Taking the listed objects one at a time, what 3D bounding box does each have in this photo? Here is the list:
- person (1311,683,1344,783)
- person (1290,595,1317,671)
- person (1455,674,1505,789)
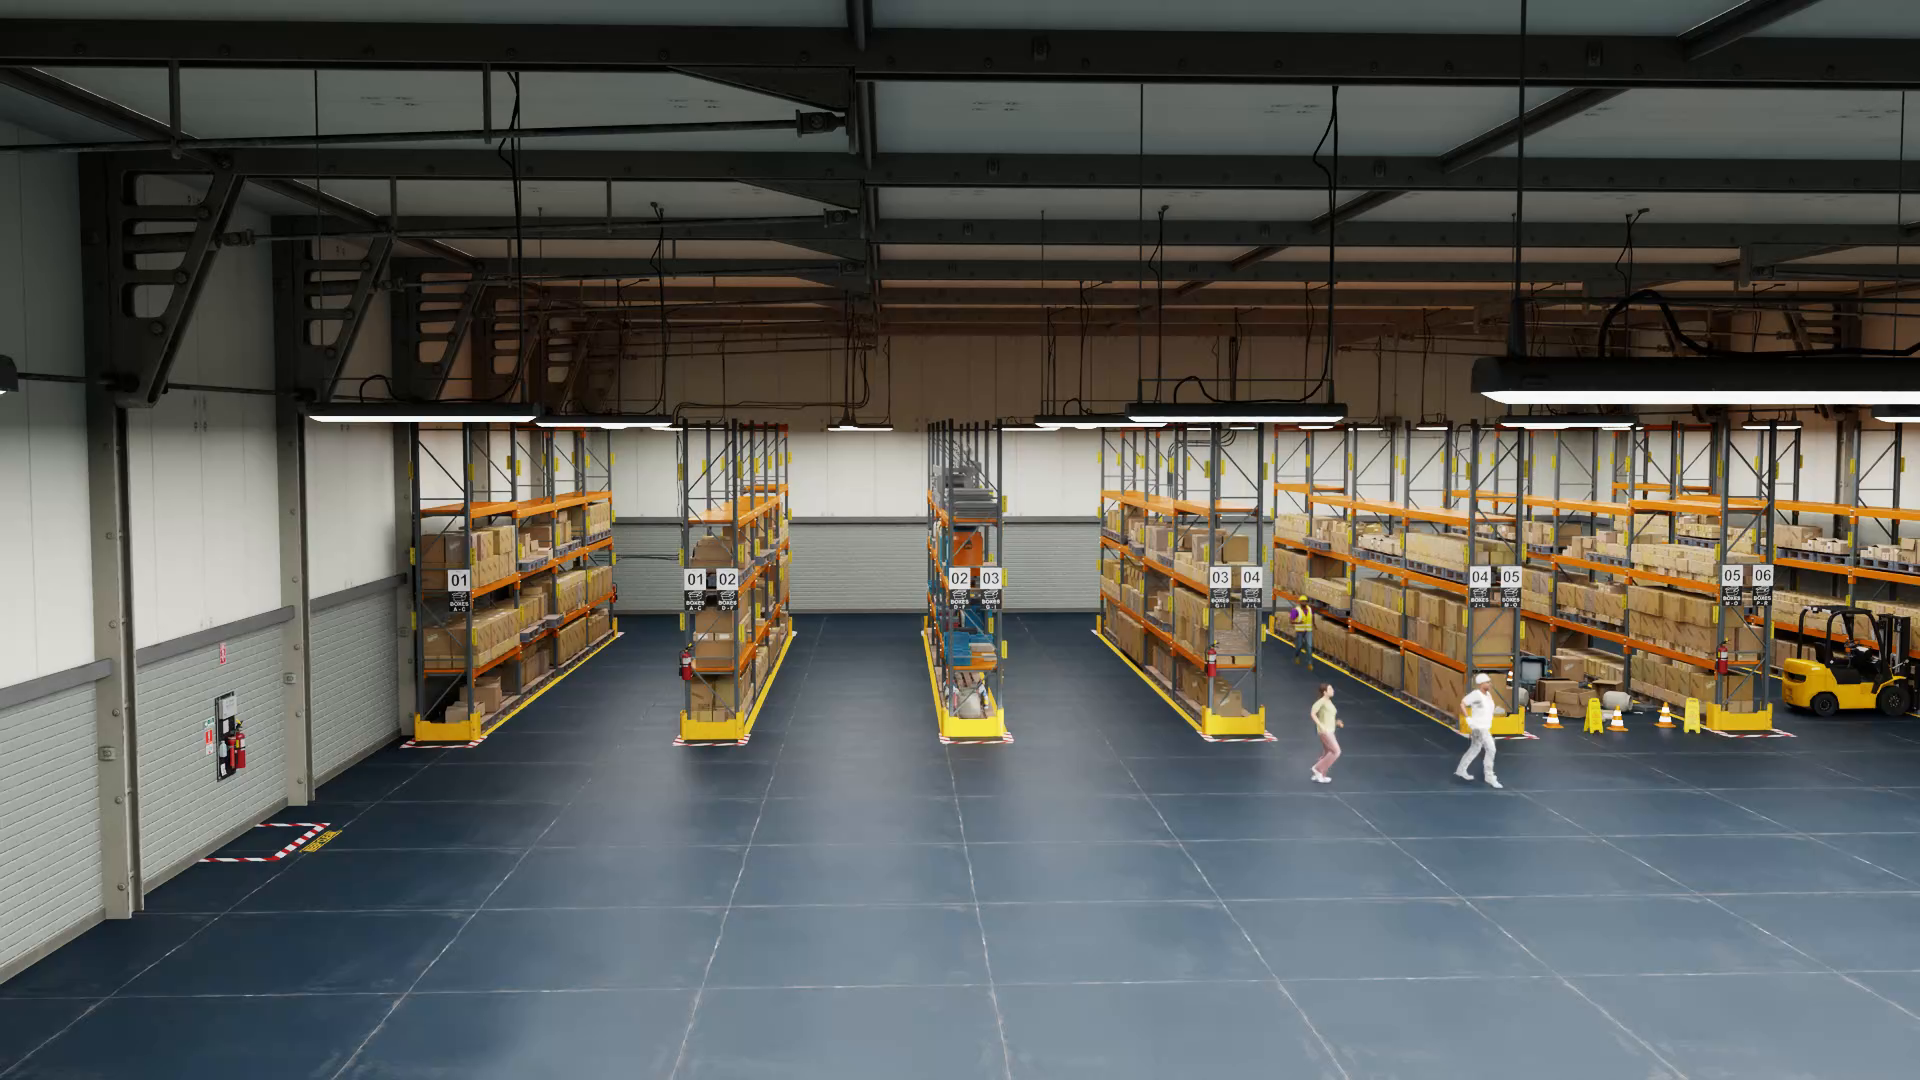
[{"bbox_3d":[6.015,3.156,27.214,0.494,1.643,0.561,2,4,27],"label":"person"},{"bbox_3d":[8.337,2.227,40.364,0.692,1.774,0.975,0,4,-6],"label":"person"},{"bbox_3d":[8.472,3.088,27.082,0.790,1.836,0.690,2,4,30],"label":"person"}]
